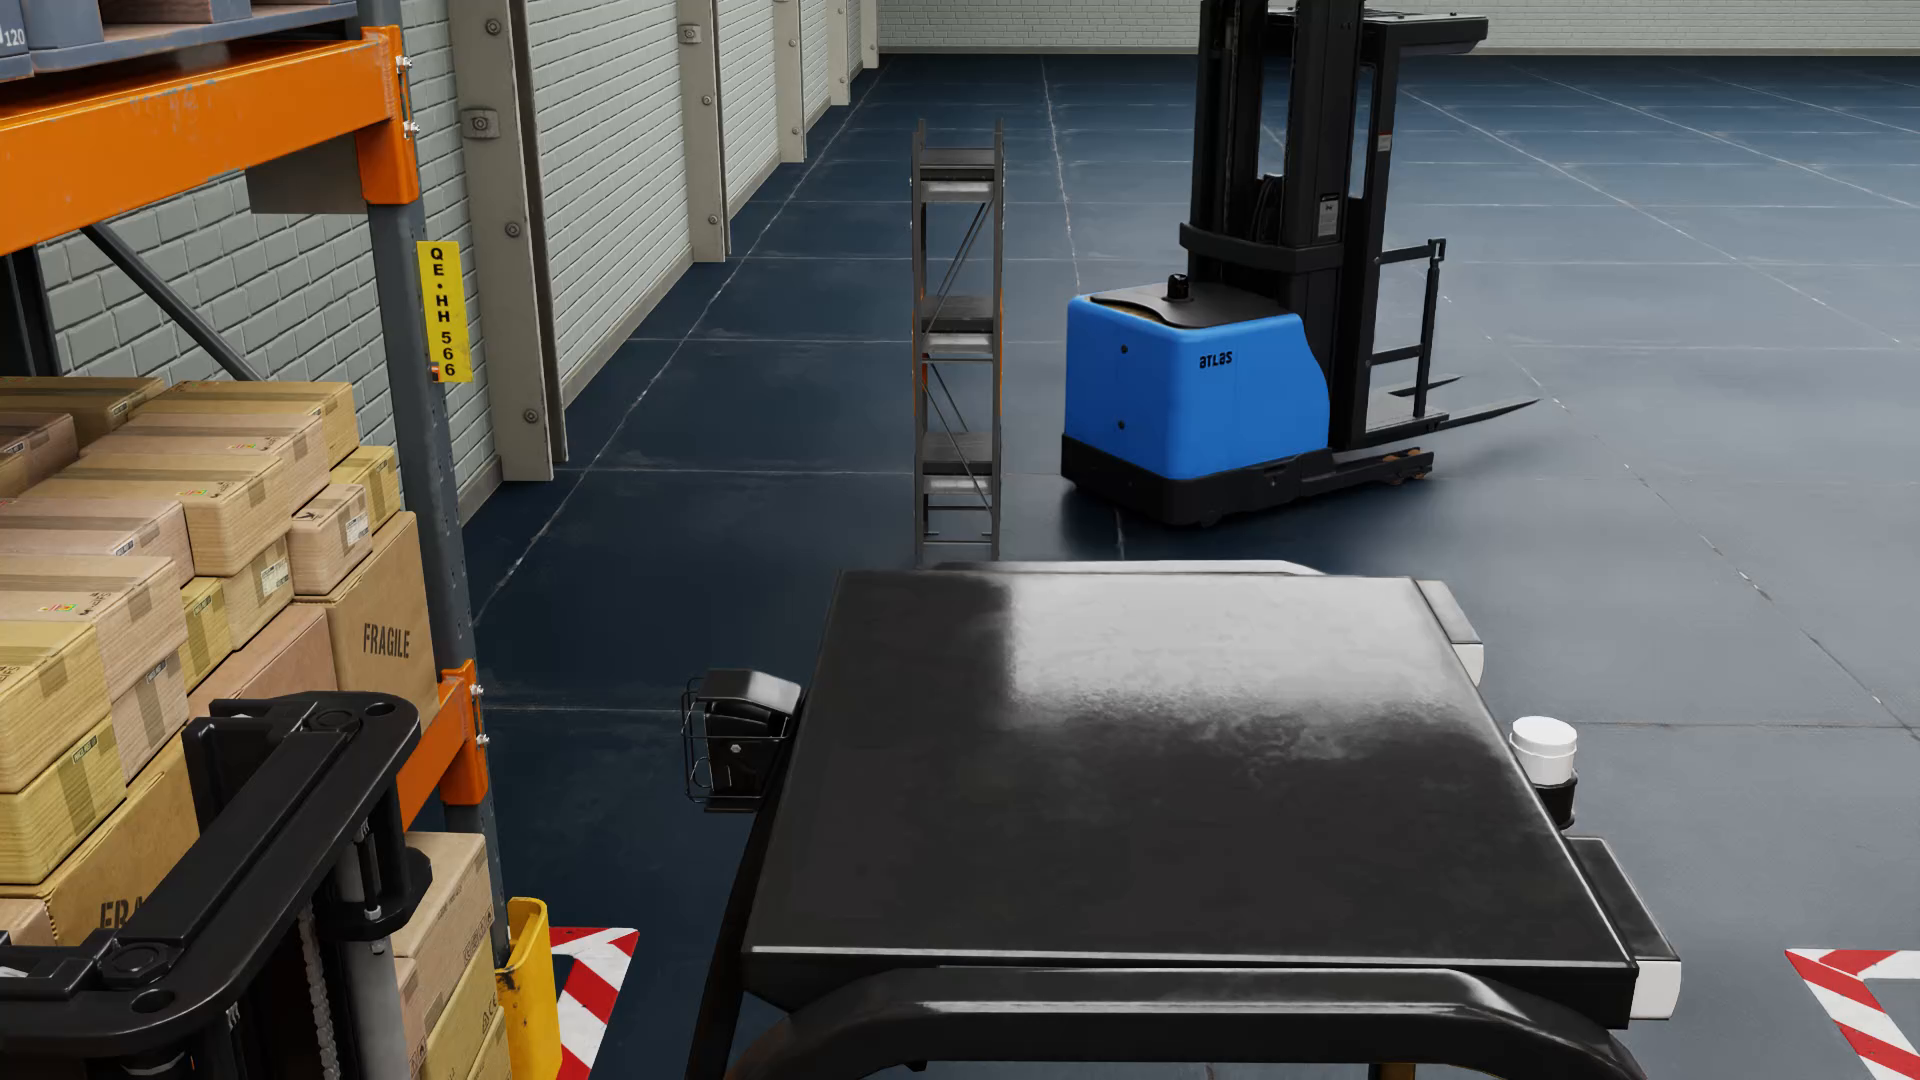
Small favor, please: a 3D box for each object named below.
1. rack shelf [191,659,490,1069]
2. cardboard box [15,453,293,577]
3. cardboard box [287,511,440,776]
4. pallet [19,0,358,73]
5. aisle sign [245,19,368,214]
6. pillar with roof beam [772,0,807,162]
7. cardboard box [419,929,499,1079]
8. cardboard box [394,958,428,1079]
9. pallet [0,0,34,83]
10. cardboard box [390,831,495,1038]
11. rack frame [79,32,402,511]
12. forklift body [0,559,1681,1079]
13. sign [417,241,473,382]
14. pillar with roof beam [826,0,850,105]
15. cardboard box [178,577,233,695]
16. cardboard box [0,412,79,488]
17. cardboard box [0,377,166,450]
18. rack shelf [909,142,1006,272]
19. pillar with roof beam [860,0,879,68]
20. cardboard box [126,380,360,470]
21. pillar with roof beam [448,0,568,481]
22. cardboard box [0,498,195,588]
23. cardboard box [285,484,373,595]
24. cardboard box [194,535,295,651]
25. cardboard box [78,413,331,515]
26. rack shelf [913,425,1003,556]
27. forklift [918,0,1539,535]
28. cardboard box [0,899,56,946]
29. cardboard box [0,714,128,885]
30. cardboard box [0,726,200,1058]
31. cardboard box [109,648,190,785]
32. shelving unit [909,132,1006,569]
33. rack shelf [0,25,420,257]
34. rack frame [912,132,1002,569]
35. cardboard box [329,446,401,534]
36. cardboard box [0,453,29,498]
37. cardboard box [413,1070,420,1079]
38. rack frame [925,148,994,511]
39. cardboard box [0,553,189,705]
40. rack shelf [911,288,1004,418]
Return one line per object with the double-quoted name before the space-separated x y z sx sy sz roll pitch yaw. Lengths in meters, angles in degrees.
"rack shelf" -1.778 1.181 2.334 1.077 0.370 4.000 1 21 2
"cardboard box" -1.475 -0.049 3.063 0.380 0.149 0.250 1 21 3
"cardboard box" -1.470 0.256 3.584 0.500 0.500 0.500 0 21 0
"pallet" -1.765 -0.980 2.883 1.003 0.211 1.213 1 21 2
"aisle sign" -1.422 -1.110 3.650 0.394 0.787 0.004 1 21 2
"pillar with roof beam" 2.211 -8.894 19.011 9.100 9.000 0.400 1 21 2
"cardboard box" -1.420 1.154 3.936 0.500 0.250 0.500 0 21 1
"cardboard box" -1.429 1.097 3.394 0.500 0.250 0.500 1 21 3
"pallet" -1.799 -0.538 1.743 1.003 0.211 1.213 1 21 2
"cardboard box" -1.419 0.912 3.870 0.500 0.250 0.500 1 21 3
"rack frame" -1.714 0.122 4.068 0.949 2.616 0.053 1 21 2
"forklift body" 0.049 1.223 2.403 2.313 2.155 1.214 1 21 2
"sign" -1.175 -0.517 3.787 0.100 0.325 0.005 1 21 2
"pillar with roof beam" 2.394 -11.063 24.602 9.100 9.000 0.400 1 21 2
"cardboard box" -1.514 0.177 2.892 0.380 0.149 0.250 0 21 1
"cardboard box" -2.012 -0.151 3.326 0.380 0.149 0.250 1 21 3
"cardboard box" -1.941 -0.247 3.572 0.380 0.149 0.250 0 21 1
"rack shelf" -0.005 -1.559 7.747 0.431 0.518 0.480 1 21 2
"pillar with roof beam" 2.576 -13.233 30.193 9.100 9.000 0.400 1 21 2
"cardboard box" -1.517 -0.234 3.539 0.380 0.149 0.250 1 21 2
"pillar with roof beam" 1.846 -4.555 7.828 9.100 9.000 0.400 1 21 2
"cardboard box" -1.557 0.040 2.834 0.380 0.149 0.250 1 21 2
"cardboard box" -1.426 -0.006 3.362 0.380 0.149 0.250 1 21 2
"cardboard box" -1.495 0.087 3.122 0.380 0.149 0.250 1 21 3
"cardboard box" -1.494 -0.144 3.308 0.380 0.149 0.250 1 21 2
"rack shelf" -0.005 -0.254 8.253 0.431 0.518 0.480 1 21 2
"forklift" 1.645 -1.716 8.900 4.060 2.935 1.130 -13 25 -31
"cardboard box" -1.514 0.811 2.154 0.500 0.500 0.500 1 21 2
"cardboard box" -1.462 0.366 2.405 0.380 0.149 0.250 1 21 2
"cardboard box" -1.510 0.629 2.623 0.500 0.500 0.500 0 21 1
"cardboard box" -1.475 0.274 2.641 0.380 0.149 0.250 0 21 0
"shelving unit" -0.005 -0.918 7.993 0.431 2.100 0.499 1 21 2
"rack shelf" -1.778 -0.218 1.792 1.077 0.370 4.000 1 21 2
"rack frame" -0.012 -0.831 7.767 0.400 2.100 0.015 1 21 2
"cardboard box" -1.448 -0.099 3.601 0.380 0.149 0.250 1 21 2
"cardboard box" -1.977 -0.057 3.082 0.380 0.149 0.250 1 21 3
"cardboard box" -1.446 1.336 3.469 0.500 0.250 0.500 0 21 1
"rack frame" 0.001 -1.007 8.222 0.380 1.831 0.006 1 21 2
"cardboard box" -1.454 0.135 2.588 0.380 0.149 0.250 1 21 3
"rack shelf" -0.005 -0.906 8.000 0.431 0.518 0.480 1 21 2
